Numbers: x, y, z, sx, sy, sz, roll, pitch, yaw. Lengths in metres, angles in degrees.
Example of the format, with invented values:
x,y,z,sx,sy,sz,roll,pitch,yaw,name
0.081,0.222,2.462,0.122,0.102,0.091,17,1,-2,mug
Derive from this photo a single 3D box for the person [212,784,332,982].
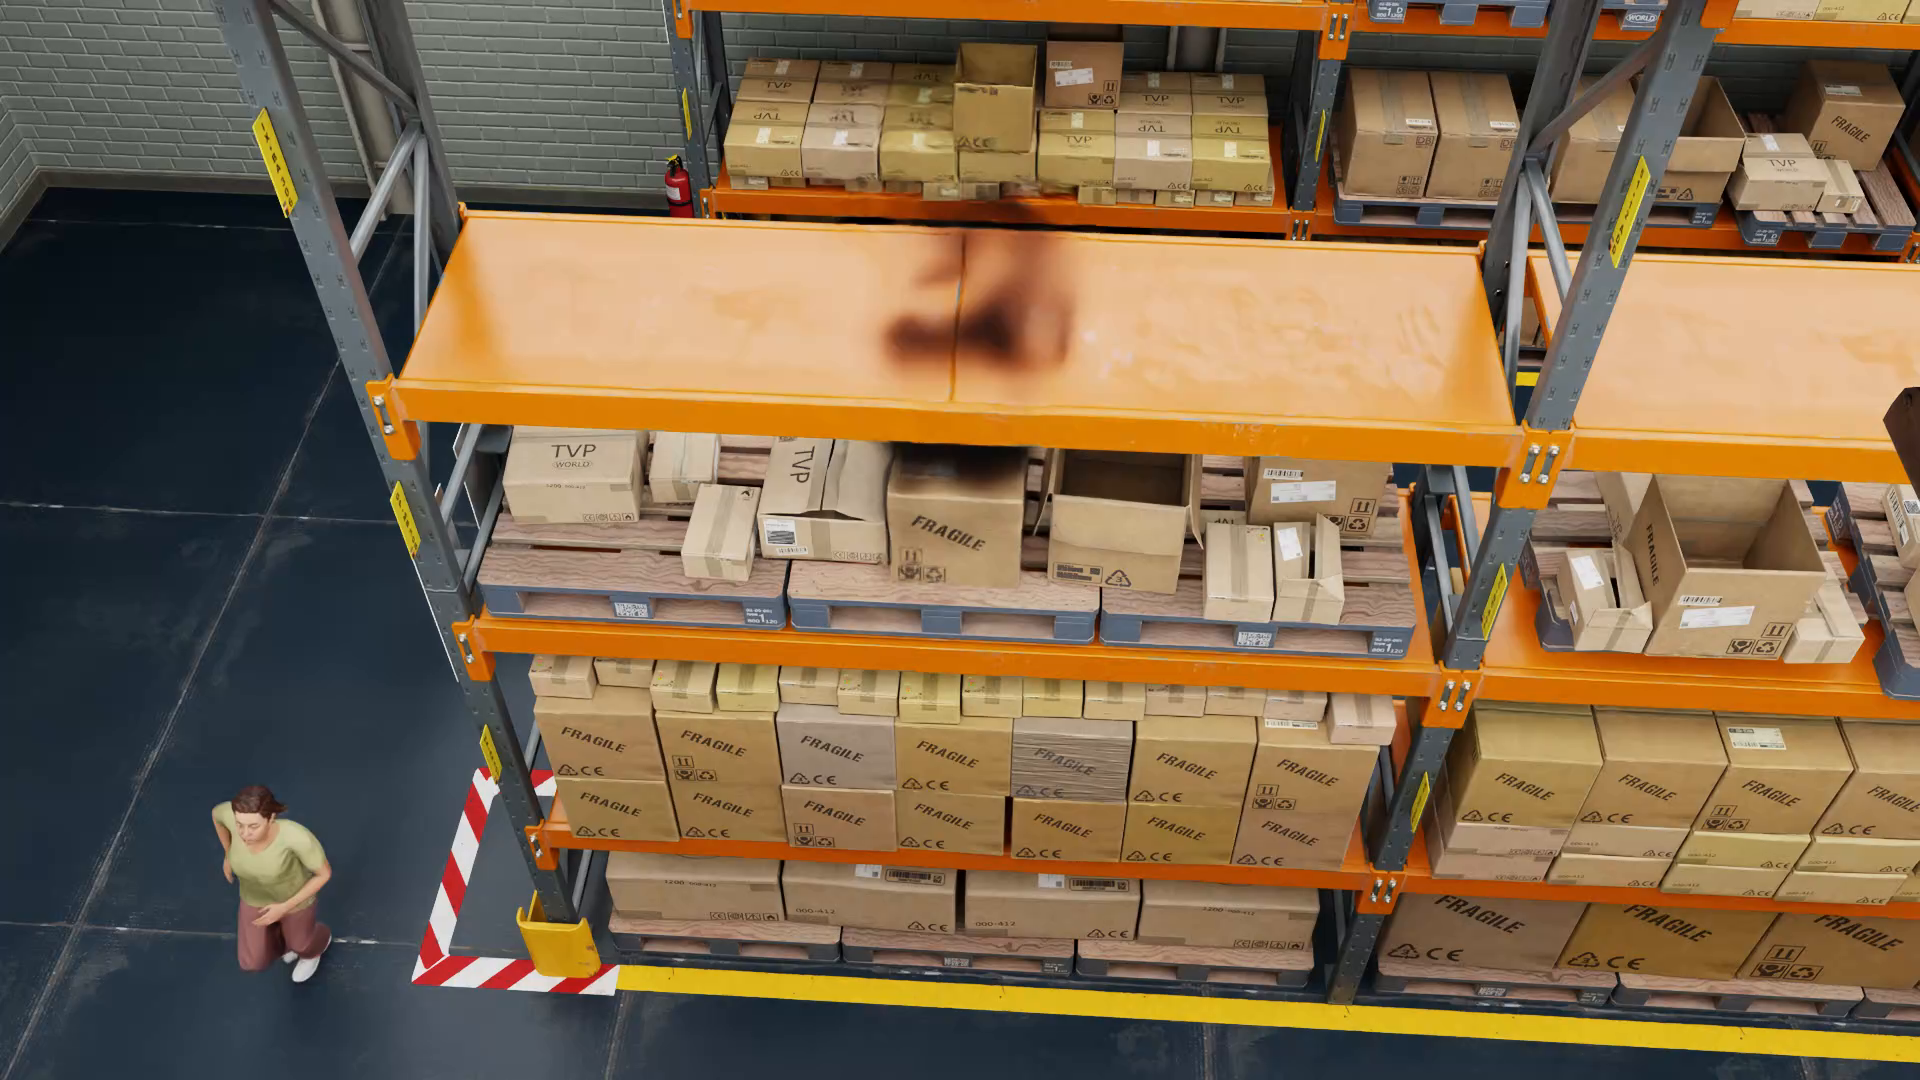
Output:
x,y,z,sx,sy,sz,roll,pitch,yaw,name
-3.289,1.739,8.089,0.607,1.603,0.527,2,48,2,person
